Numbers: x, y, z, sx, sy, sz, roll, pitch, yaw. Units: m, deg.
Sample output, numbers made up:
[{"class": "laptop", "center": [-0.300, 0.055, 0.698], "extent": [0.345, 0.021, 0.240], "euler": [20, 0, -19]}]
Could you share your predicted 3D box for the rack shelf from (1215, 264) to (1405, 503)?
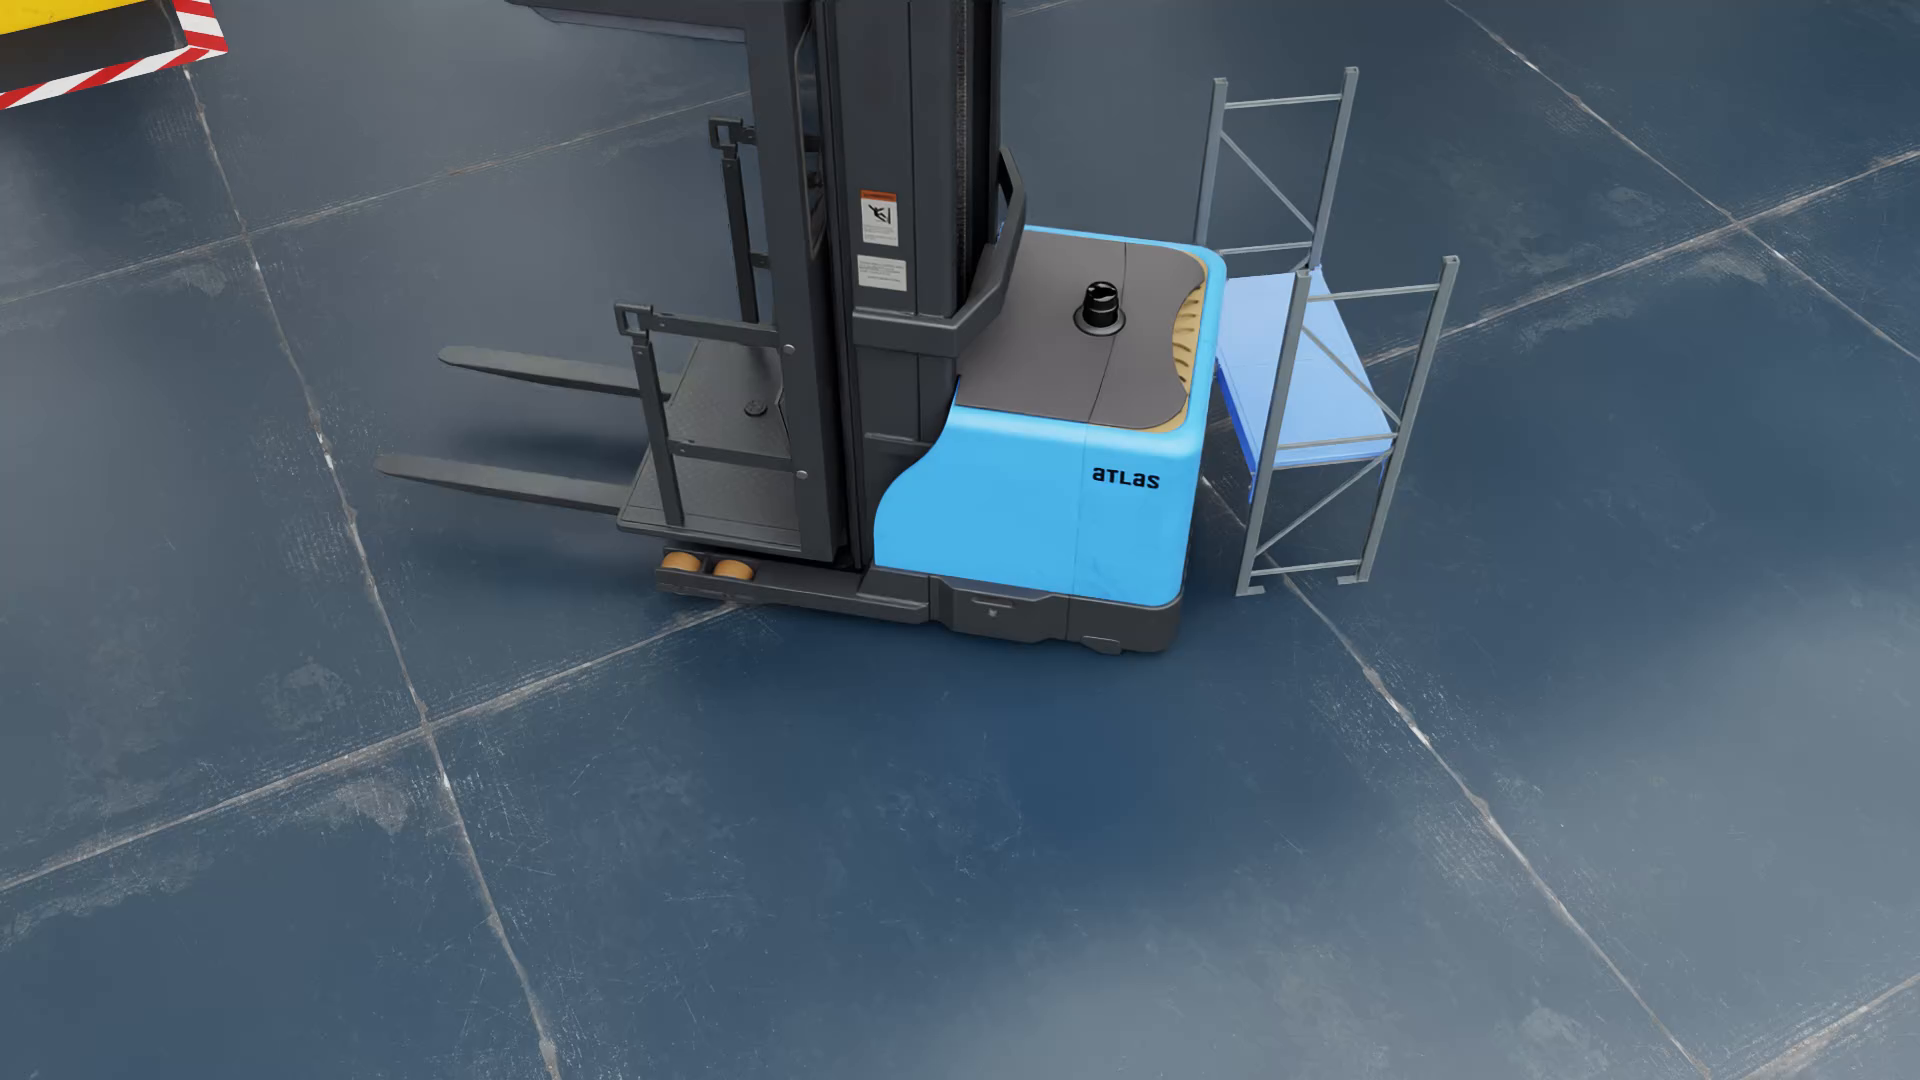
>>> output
[{"class": "rack shelf", "center": [1.179, -0.586, 6.005], "extent": [0.538, 0.185, 1.000], "euler": [-6, 49, -5]}]

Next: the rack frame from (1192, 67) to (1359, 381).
[{"class": "rack frame", "center": [1.107, -1.083, 6.201], "extent": [0.500, 1.500, 0.032], "euler": [-6, 49, -5]}]

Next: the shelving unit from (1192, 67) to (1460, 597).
[{"class": "shelving unit", "center": [1.179, -0.704, 5.869], "extent": [0.538, 1.500, 1.048], "euler": [-6, 49, -5]}]

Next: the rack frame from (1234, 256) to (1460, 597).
[{"class": "rack frame", "center": [1.251, -0.325, 5.538], "extent": [0.500, 1.500, 0.032], "euler": [-6, 49, -5]}]

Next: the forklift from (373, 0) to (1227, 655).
[{"class": "forklift", "center": [-0.641, -1.117, 5.280], "extent": [3.031, 2.935, 1.130], "euler": [8, 49, 7]}]
